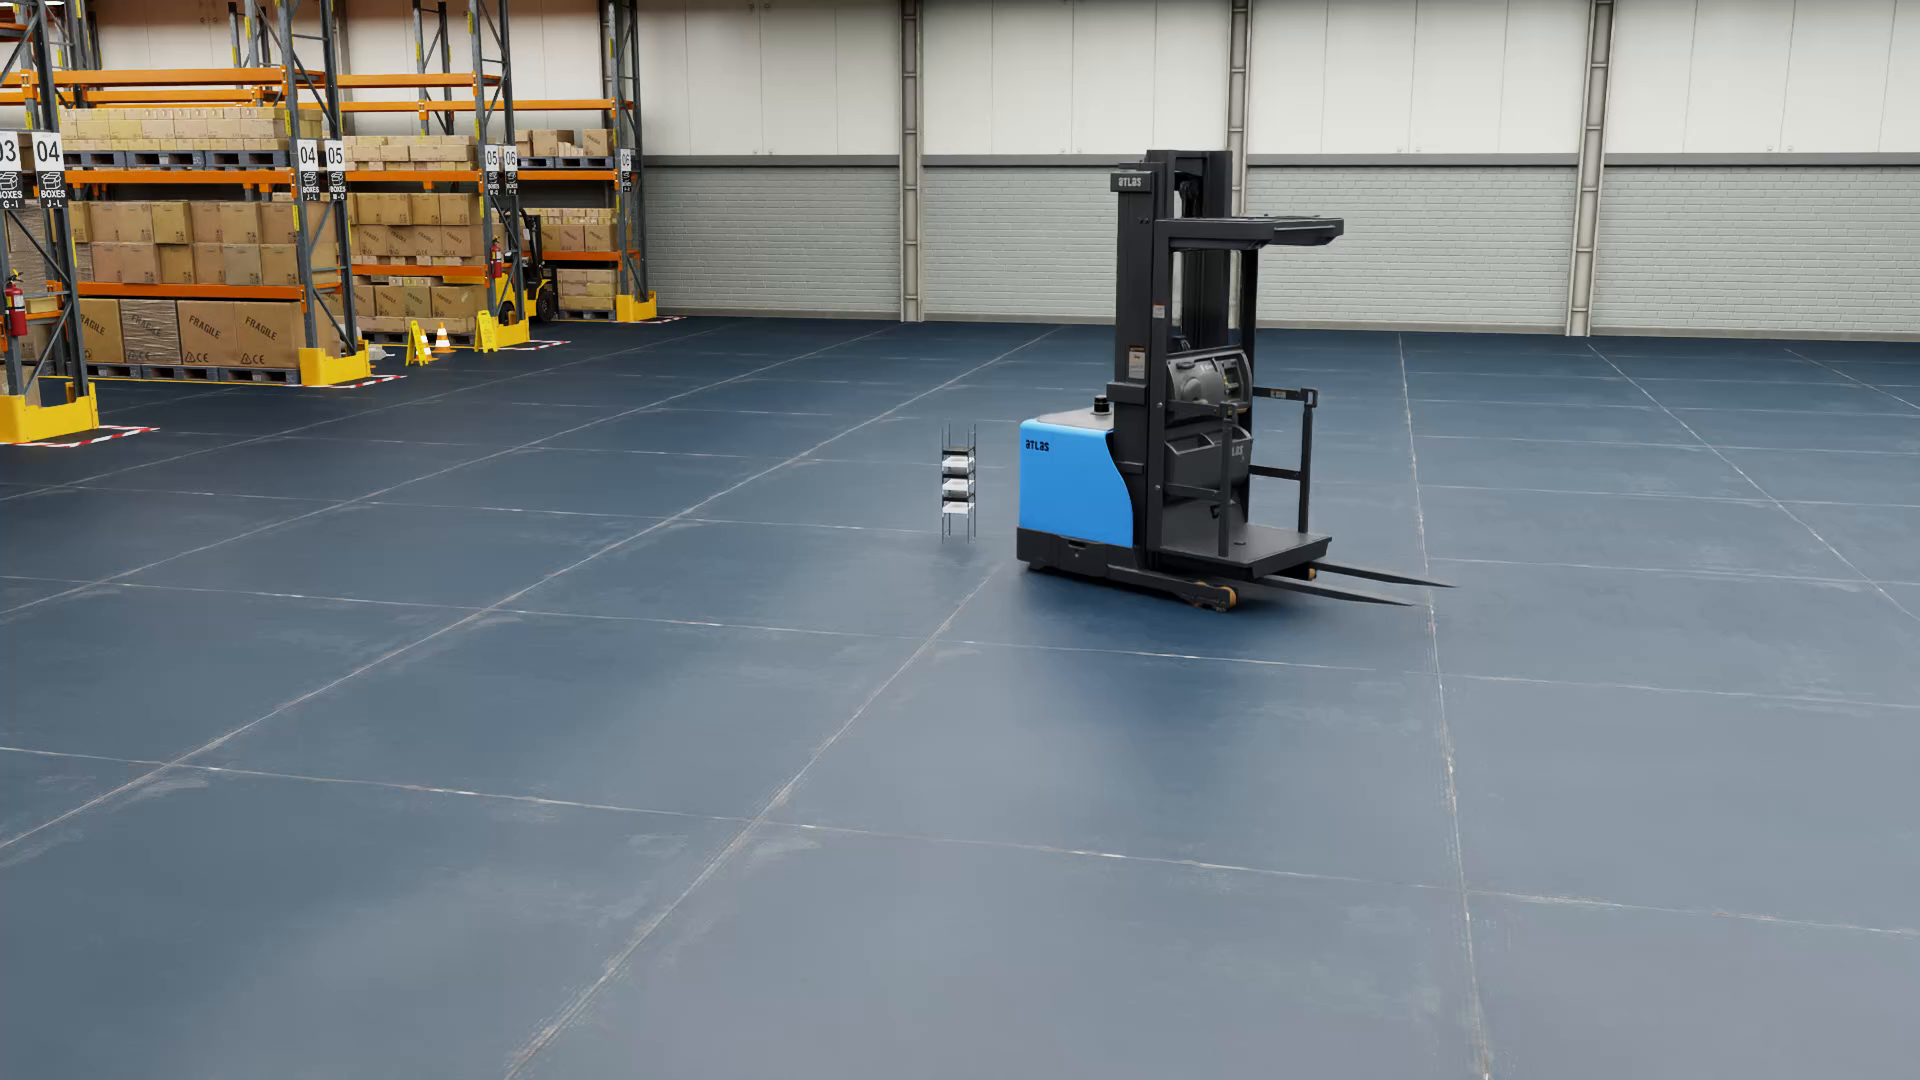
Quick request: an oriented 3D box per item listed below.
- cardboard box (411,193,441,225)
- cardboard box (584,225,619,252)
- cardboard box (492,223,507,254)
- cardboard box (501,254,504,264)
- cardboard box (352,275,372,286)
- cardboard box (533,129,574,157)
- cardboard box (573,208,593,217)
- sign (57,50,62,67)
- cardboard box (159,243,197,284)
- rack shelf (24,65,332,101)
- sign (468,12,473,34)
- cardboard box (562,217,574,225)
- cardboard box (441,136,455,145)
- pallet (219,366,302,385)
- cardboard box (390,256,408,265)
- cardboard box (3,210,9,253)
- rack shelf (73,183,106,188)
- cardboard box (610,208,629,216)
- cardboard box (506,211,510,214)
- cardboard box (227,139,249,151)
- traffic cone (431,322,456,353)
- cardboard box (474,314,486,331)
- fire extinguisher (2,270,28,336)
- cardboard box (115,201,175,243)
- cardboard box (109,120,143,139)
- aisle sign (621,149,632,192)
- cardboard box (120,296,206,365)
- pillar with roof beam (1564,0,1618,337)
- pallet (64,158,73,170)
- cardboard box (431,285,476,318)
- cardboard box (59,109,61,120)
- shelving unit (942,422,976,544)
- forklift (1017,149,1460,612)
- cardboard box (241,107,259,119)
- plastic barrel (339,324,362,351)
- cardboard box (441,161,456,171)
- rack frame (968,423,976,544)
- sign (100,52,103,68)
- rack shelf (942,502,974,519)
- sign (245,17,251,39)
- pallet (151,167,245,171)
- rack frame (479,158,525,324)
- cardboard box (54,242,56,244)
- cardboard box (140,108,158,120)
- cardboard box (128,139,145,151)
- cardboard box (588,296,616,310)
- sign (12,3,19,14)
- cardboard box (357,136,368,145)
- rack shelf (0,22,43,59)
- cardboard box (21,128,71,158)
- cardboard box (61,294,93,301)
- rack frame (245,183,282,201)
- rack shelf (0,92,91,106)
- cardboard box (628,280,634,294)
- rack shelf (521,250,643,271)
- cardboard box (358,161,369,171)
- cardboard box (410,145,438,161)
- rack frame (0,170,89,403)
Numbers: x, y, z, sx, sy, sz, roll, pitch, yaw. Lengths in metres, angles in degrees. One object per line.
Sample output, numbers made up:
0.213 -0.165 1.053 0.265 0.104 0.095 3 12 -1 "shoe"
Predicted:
-8.492 -5.383 27.018 0.500 0.500 0.700 3 13 14 "cardboard box"
-6.810 -5.755 31.692 0.500 0.500 0.500 3 13 12 "cardboard box"
-7.848 -4.969 27.462 0.500 0.500 0.500 3 13 13 "cardboard box"
-7.735 -4.631 27.434 0.250 0.149 0.380 3 13 14 "cardboard box"
-9.961 -4.299 27.509 0.250 0.149 0.380 4 13 17 "cardboard box"
-7.727 -7.549 31.652 0.500 0.500 0.700 3 13 14 "cardboard box"
-7.175 -6.235 31.672 0.250 0.149 0.380 3 13 15 "cardboard box"
-18.067 -9.669 33.374 0.005 0.325 0.100 3 13 14 "sign"
-10.491 -3.827 22.886 0.500 0.550 0.875 3 13 14 "cardboard box"
-10.484 -6.132 22.355 4.000 0.370 1.077 3 13 14 "rack shelf"
-7.607 -8.039 25.842 0.005 0.325 0.100 3 13 14 "sign"
-7.403 -6.109 31.791 0.250 0.149 0.380 3 13 13 "cardboard box"
-8.095 -6.400 26.643 0.250 0.149 0.380 3 13 15 "cardboard box"
-9.337 -2.310 22.831 1.213 0.211 1.003 3 13 14 "pallet"
-9.127 -4.596 27.276 0.250 0.149 0.380 3 13 13 "cardboard box"
-10.422 -3.267 17.482 0.500 0.500 0.500 3 13 14 "cardboard box"
-19.861 -7.576 34.865 4.000 0.370 1.077 3 13 14 "rack shelf"
-6.544 -6.309 32.005 0.250 0.149 0.380 3 13 12 "cardboard box"
-8.644 -6.325 32.077 0.250 0.149 0.380 3 13 13 "cardboard box"
-9.440 -5.214 21.938 0.250 0.149 0.380 3 13 14 "cardboard box"
-8.181 -3.205 26.284 0.334 0.463 0.336 3 13 14 "traffic cone"
-8.171 -3.655 27.835 0.500 0.250 0.500 3 13 13 "cardboard box"
-9.828 -2.468 17.283 0.183 0.674 0.296 3 13 14 "fire extinguisher"
-11.023 -4.367 22.825 0.550 0.550 0.875 3 13 14 "cardboard box"
-11.038 -5.508 22.341 0.500 0.250 0.500 3 13 13 "cardboard box"
-6.275 -6.940 31.262 0.004 0.787 0.394 3 13 14 "aisle sign"
-10.956 -2.928 23.116 0.875 0.875 0.875 3 13 14 "cardboard box"
9.715 -7.051 23.914 0.400 9.000 9.100 3 13 14 "pillar with roof beam"
-15.859 -6.502 28.799 1.003 0.211 1.213 4 13 16 "pallet"
-8.295 -3.908 27.243 0.500 0.500 0.500 3 13 14 "cardboard box"
-12.154 -5.748 22.504 0.250 0.149 0.380 3 13 14 "cardboard box"
-0.008 -0.440 12.812 0.210 0.900 0.258 3 13 14 "shelving unit"
1.838 -1.092 11.063 3.031 2.935 1.130 11 17 41 "forklift"
-9.193 -5.590 21.793 0.250 0.149 0.380 3 13 14 "cardboard box"
-9.823 -3.223 26.459 0.512 0.421 0.421 -9 15 -35 "plastic barrel"
-8.117 -6.000 26.679 0.250 0.149 0.380 3 13 14 "cardboard box"
0.091 -0.434 12.789 0.006 0.900 0.240 3 13 14 "rack frame"
-17.792 -9.938 34.403 0.005 0.325 0.100 3 13 14 "sign"
-0.008 -0.231 12.859 0.200 0.077 0.258 3 13 14 "rack shelf"
-11.465 -8.245 26.772 0.005 0.325 0.100 3 13 14 "sign"
-12.920 -6.380 28.248 1.003 0.211 1.213 3 13 14 "pallet"
-7.455 -4.692 27.131 0.127 3.000 1.000 3 13 14 "rack frame"
-12.909 -4.415 23.343 0.500 0.500 0.700 3 13 13 "cardboard box"
-10.677 -5.669 22.148 0.250 0.149 0.380 3 13 13 "cardboard box"
-10.917 -5.293 22.294 0.250 0.149 0.380 3 13 14 "cardboard box"
-6.801 -4.557 31.900 0.500 0.250 0.500 3 13 14 "cardboard box"
-12.544 -7.162 22.075 0.005 0.325 0.100 3 13 14 "sign"
-9.581 -6.482 27.015 0.250 0.149 0.380 3 13 15 "cardboard box"
-11.771 -5.288 17.635 4.000 0.370 1.077 3 13 14 "rack shelf"
-15.624 -6.815 28.566 0.637 0.503 0.797 2 13 10 "cardboard box"
-15.872 -4.328 29.428 0.875 0.875 0.875 3 13 13 "cardboard box"
-14.036 -6.151 33.708 0.127 3.000 1.000 3 13 14 "rack frame"
-17.163 -7.593 28.942 4.000 0.370 1.077 3 13 14 "rack shelf"
-6.676 -4.911 32.342 0.500 0.250 0.500 3 13 15 "cardboard box"
-8.211 -5.489 32.383 4.000 0.370 1.077 3 13 14 "rack shelf"
-9.595 -6.093 27.102 0.250 0.149 0.380 3 13 14 "cardboard box"
-8.501 -6.228 26.786 0.500 0.250 0.500 3 13 13 "cardboard box"
-9.829 -2.608 17.738 0.127 3.000 1.000 3 13 14 "rack frame"
